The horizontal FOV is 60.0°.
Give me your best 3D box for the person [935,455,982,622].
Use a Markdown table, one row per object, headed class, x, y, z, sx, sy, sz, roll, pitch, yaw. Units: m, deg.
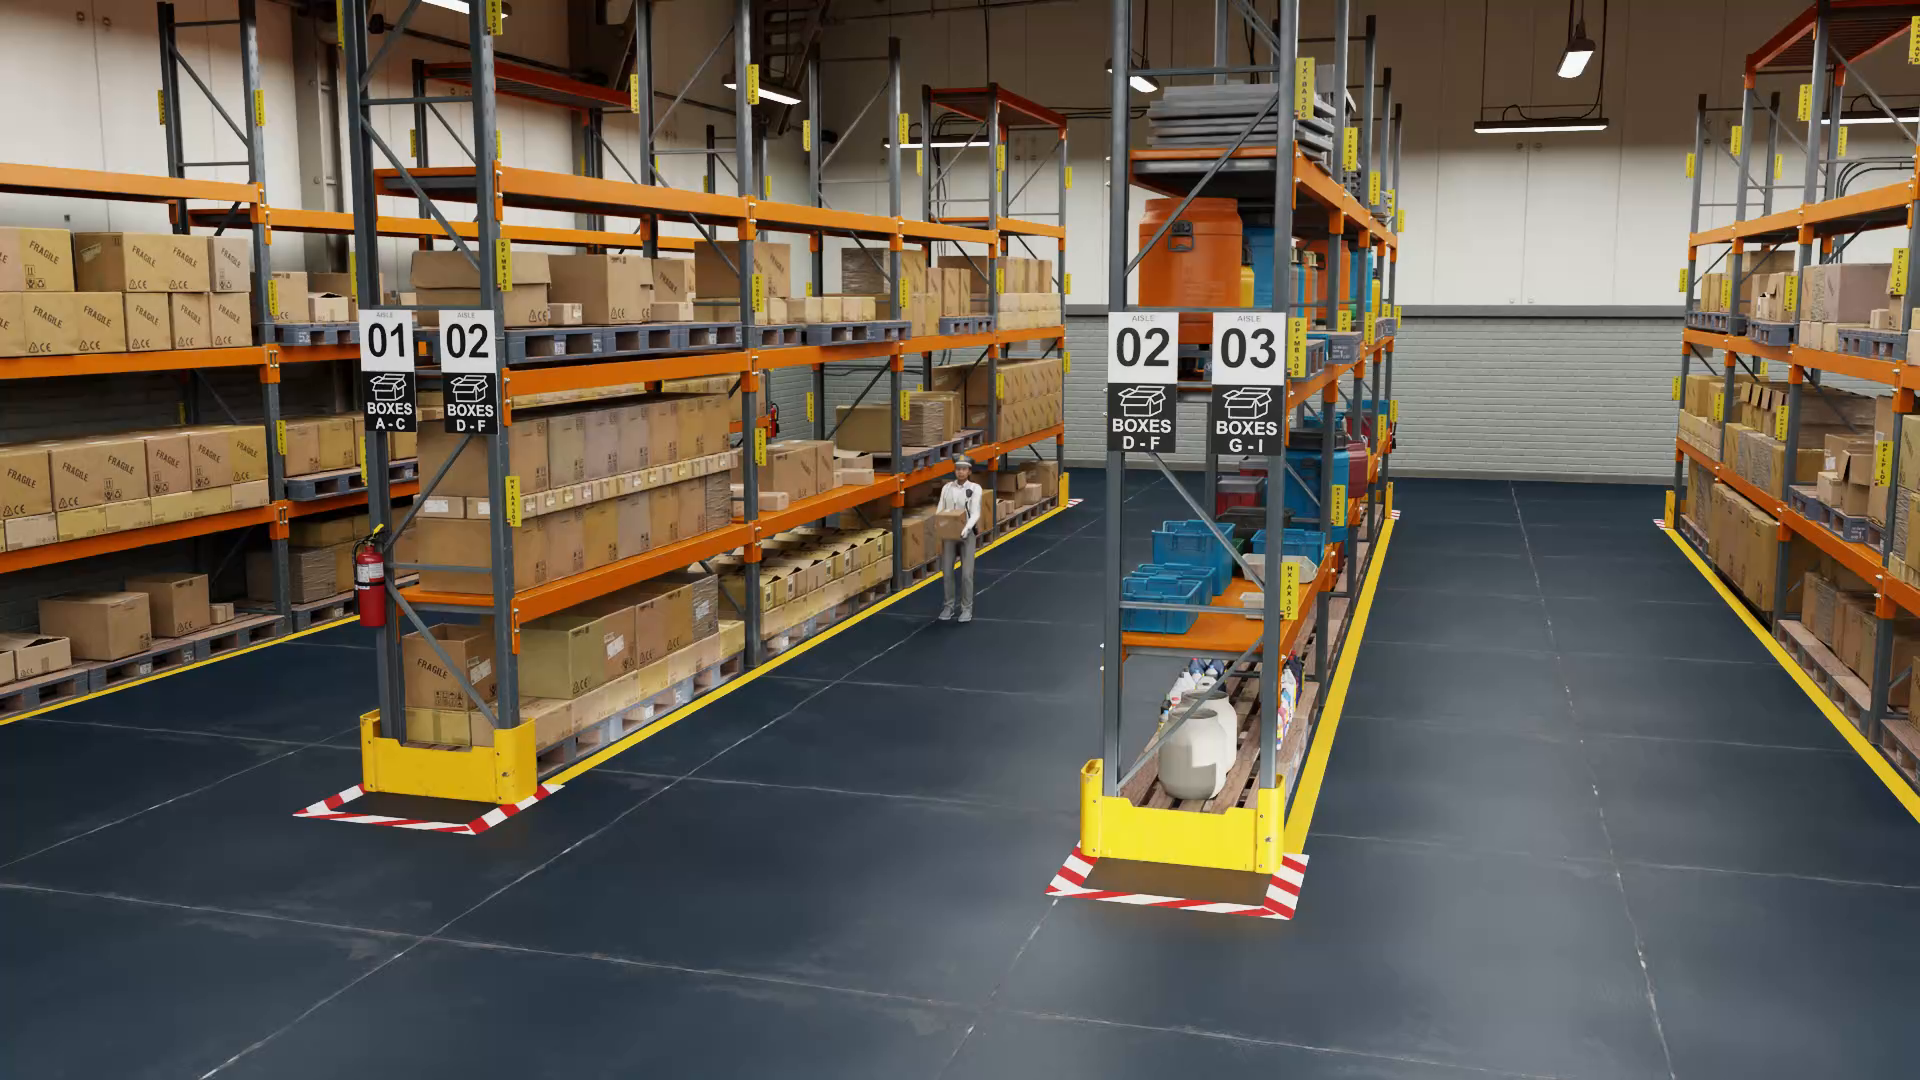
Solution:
| class | x | y | z | sx | sy | sz | roll | pitch | yaw |
| --- | --- | --- | --- | --- | --- | --- | --- | --- | --- |
| person | -0.023 | -0.023 | 16.900 | 0.461 | 1.686 | 0.563 | 2 | 9 | 16 |
